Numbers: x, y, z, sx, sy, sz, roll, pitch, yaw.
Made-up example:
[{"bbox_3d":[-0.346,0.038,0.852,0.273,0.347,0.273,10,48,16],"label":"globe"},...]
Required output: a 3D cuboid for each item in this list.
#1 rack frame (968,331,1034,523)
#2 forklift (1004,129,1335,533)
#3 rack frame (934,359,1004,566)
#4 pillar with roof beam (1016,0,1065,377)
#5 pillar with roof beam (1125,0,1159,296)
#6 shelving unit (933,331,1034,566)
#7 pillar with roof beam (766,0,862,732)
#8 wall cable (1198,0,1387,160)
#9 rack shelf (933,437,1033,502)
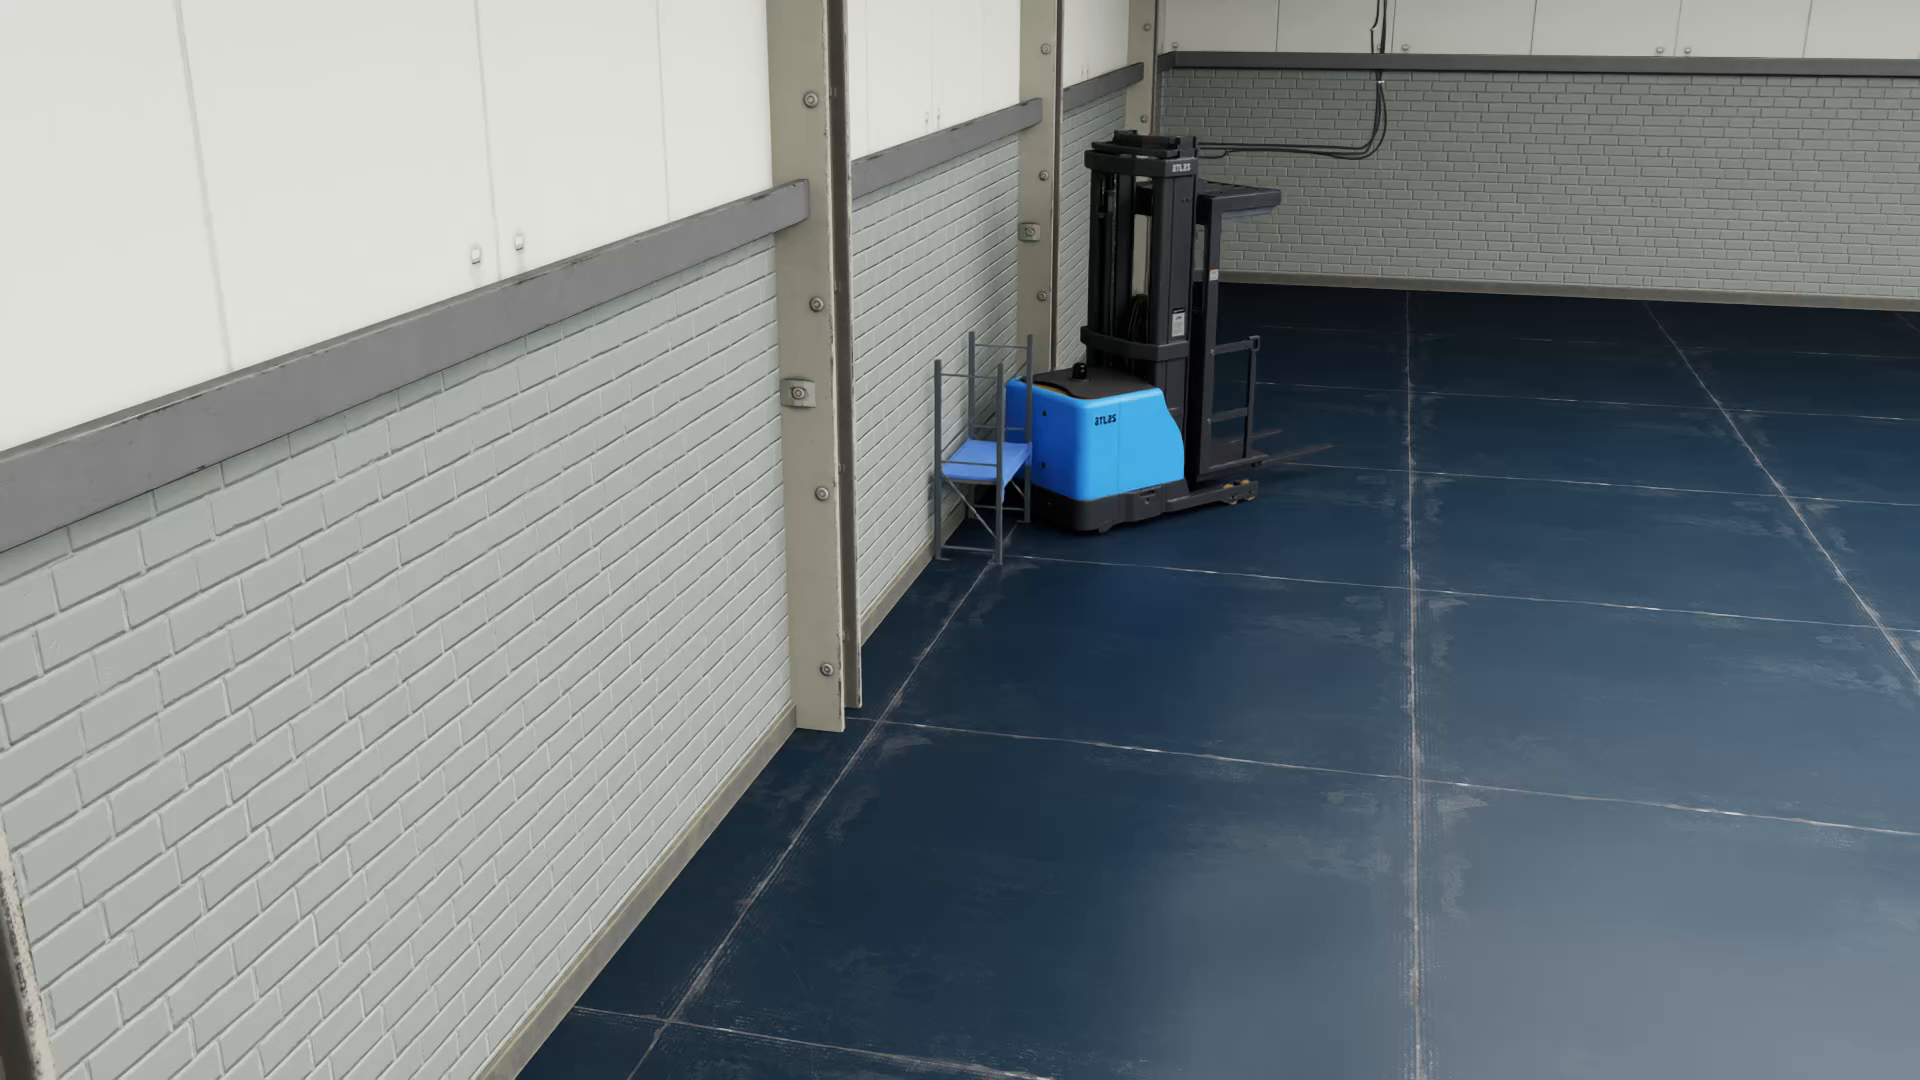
[{"bbox_3d":[0.309,-0.866,12.899,0.500,1.500,0.032,5,19,13],"label":"rack frame"},{"bbox_3d":[1.832,-1.797,13.415,3.031,2.935,1.130,-13,23,-34],"label":"forklift"},{"bbox_3d":[0.062,-0.547,11.966,0.500,1.500,0.032,5,19,13],"label":"rack frame"},{"bbox_3d":[4.865,-4.777,12.751,9.100,9.000,0.400,5,19,13],"label":"pillar with roof beam"},{"bbox_3d":[6.331,-6.657,18.256,9.100,9.000,0.400,5,19,13],"label":"pillar with roof beam"},{"bbox_3d":[0.185,-0.707,12.433,0.538,1.500,1.048,5,19,13],"label":"shelving unit"},{"bbox_3d":[3.399,-2.896,7.245,9.100,9.000,0.400,5,19,13],"label":"pillar with roof beam"},{"bbox_3d":[4.159,-6.347,22.151,3.097,2.526,0.112,5,19,13],"label":"wall cable"},{"bbox_3d":[0.185,-0.537,12.491,0.538,0.185,1.000,5,19,13],"label":"rack shelf"}]
